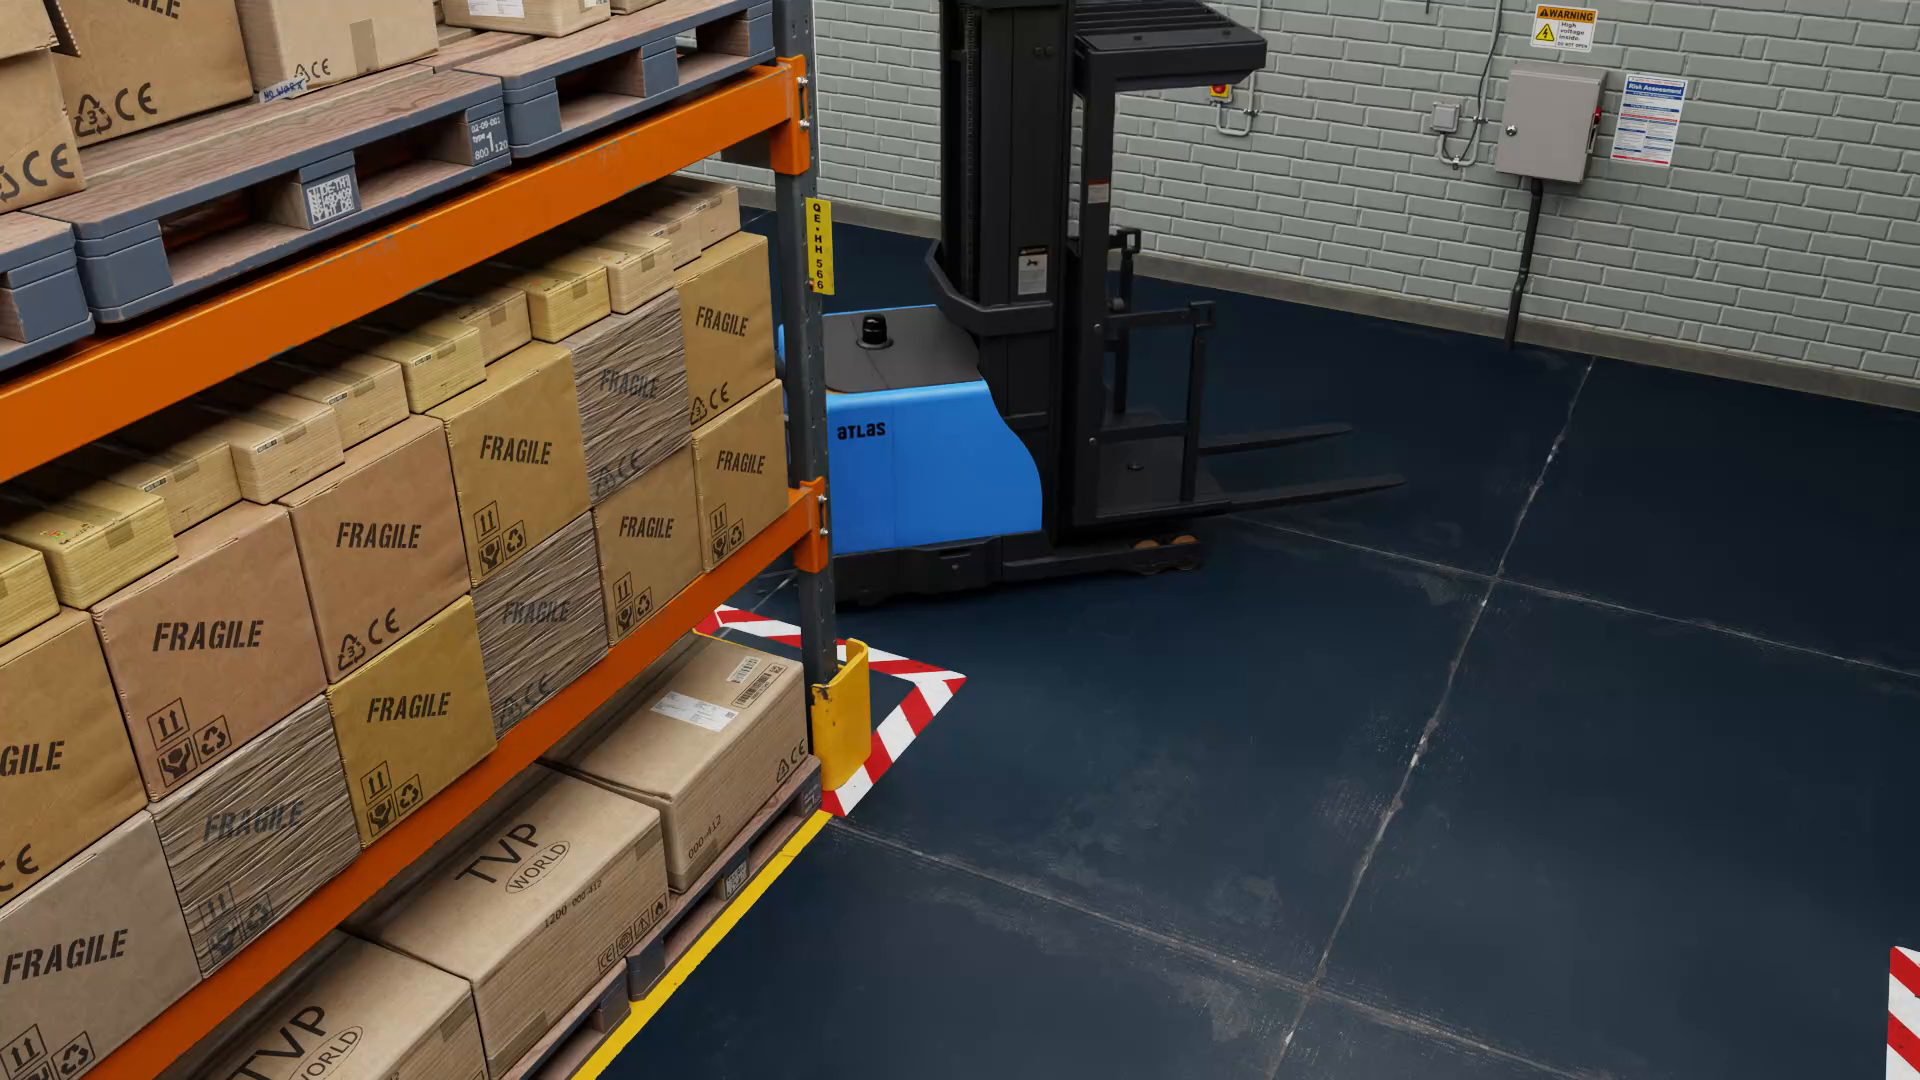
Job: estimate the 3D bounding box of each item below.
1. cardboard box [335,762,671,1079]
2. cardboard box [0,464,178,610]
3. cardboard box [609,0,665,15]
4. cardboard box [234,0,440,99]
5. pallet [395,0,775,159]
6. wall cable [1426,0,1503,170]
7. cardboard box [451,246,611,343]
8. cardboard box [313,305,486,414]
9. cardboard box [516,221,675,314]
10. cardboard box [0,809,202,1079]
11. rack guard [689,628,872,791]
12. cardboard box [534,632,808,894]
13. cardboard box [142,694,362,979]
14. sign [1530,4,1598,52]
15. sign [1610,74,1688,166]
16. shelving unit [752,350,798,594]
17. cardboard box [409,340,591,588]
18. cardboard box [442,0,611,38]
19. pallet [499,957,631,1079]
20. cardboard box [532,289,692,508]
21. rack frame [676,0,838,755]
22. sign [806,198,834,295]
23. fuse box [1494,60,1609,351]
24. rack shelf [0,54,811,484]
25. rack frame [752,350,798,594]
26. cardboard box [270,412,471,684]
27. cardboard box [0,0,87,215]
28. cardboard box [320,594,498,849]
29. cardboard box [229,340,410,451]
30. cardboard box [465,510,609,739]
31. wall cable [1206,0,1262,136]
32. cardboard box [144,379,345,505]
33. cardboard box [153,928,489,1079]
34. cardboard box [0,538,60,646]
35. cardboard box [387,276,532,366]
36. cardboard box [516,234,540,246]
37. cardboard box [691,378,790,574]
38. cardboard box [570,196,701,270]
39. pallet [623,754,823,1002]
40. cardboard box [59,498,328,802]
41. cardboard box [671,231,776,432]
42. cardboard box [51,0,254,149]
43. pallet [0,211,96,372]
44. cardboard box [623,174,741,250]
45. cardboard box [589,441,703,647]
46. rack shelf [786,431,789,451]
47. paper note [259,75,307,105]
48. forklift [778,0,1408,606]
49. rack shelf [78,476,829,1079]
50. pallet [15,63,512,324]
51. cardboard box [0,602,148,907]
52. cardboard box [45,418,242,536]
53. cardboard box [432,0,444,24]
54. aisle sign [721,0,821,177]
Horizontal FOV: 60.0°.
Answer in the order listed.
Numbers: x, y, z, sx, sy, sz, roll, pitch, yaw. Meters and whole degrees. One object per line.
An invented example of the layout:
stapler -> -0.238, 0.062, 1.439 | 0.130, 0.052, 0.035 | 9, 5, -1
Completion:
cardboard box -> -1.567, 1.152, 5.384 | 0.875, 0.438, 0.875 | 15, 33, 25
cardboard box -> -1.897, -0.014, 3.506 | 0.380, 0.149, 0.250 | 13, 32, 22
cardboard box -> -1.071, -1.742, 4.887 | 0.500, 0.250, 0.500 | 11, 32, 19
cardboard box -> -1.672, -1.336, 4.119 | 0.500, 0.311, 0.500 | 15, 33, 24
pallet -> -1.275, -1.431, 4.807 | 1.003, 0.211, 1.213 | 14, 33, 23
wall cable -> 2.870, -3.129, 9.667 | 0.588, 1.984, 0.122 | 14, 33, 23
cardboard box -> -1.219, -0.700, 4.701 | 0.380, 0.149, 0.250 | 15, 33, 24
cardboard box -> -1.464, -0.476, 4.311 | 0.380, 0.149, 0.250 | 15, 33, 24
cardboard box -> -1.068, -0.802, 4.879 | 0.380, 0.149, 0.250 | 14, 33, 23
cardboard box -> -2.088, 0.859, 3.642 | 0.500, 0.500, 0.500 | 15, 33, 24
rack guard -> -0.935, 0.573, 6.750 | 1.175, 0.500, 0.348 | 14, 33, 23
cardboard box -> -1.158, 0.744, 6.093 | 0.875, 0.438, 0.875 | 13, 32, 22
cardboard box -> -1.856, 0.640, 4.023 | 0.500, 0.500, 0.500 | 15, 33, 24
sign -> 3.451, -2.927, 9.505 | 0.339, 0.242, 0.001 | 14, 33, 23
sign -> 3.940, -2.403, 9.517 | 0.329, 0.494, 0.001 | 14, 33, 23
shelving unit -> -0.954, -0.402, 7.732 | 0.258, 1.200, 0.503 | -11, 32, -13
cardboard box -> -1.394, -0.253, 4.573 | 0.500, 0.500, 0.500 | 14, 33, 23
cardboard box -> -1.191, -1.494, 4.557 | 0.380, 0.149, 0.250 | 12, 32, 19
pallet -> -1.797, 1.620, 5.217 | 1.003, 0.211, 1.213 | 14, 33, 23
cardboard box -> -1.166, -0.471, 4.954 | 0.500, 0.500, 0.500 | 14, 33, 23
rack frame -> -0.946, -0.500, 6.109 | 1.000, 3.000, 0.127 | 14, 33, 23
sign -> -0.469, -0.976, 5.537 | 0.100, 0.325, 0.005 | 14, 33, 23
fuse box -> 3.406, -1.905, 9.850 | 0.539, 1.711, 0.414 | 14, 33, 23
rack shelf -> -1.857, -0.602, 3.997 | 1.077, 0.370, 4.000 | 14, 33, 23
rack frame -> -0.884, -0.286, 7.529 | 0.240, 1.200, 0.015 | -11, 32, -13
cardboard box -> -1.625, -0.030, 4.186 | 0.500, 0.500, 0.500 | 14, 33, 23
cardboard box -> -2.182, -0.903, 3.173 | 0.797, 0.503, 0.637 | 17, 34, 27
cardboard box -> -1.621, 0.411, 4.421 | 0.500, 0.500, 0.500 | 15, 33, 25
cardboard box -> -1.600, -0.364, 4.115 | 0.380, 0.149, 0.250 | 15, 33, 25
cardboard box -> -1.398, 0.180, 4.825 | 0.500, 0.500, 0.500 | 15, 33, 25
wall cable -> 1.602, -3.459, 10.210 | 0.585, 1.953, 0.123 | 14, 33, 23
cardboard box -> -1.683, -0.237, 3.895 | 0.380, 0.149, 0.250 | 14, 33, 23
cardboard box -> -1.979, 1.551, 4.688 | 0.875, 0.438, 0.875 | 13, 32, 22
cardboard box -> -2.044, 0.097, 3.313 | 0.380, 0.149, 0.250 | 14, 33, 23
cardboard box -> -1.402, -0.600, 4.527 | 0.380, 0.149, 0.250 | 14, 33, 23
cardboard box -> -1.410, -1.032, 5.278 | 0.380, 0.149, 0.250 | 15, 33, 24
cardboard box -> -0.930, -0.270, 5.607 | 0.500, 0.500, 0.500 | 14, 33, 24
cardboard box -> -1.025, -0.936, 5.112 | 0.380, 0.149, 0.250 | 15, 33, 24
pallet -> -1.241, 1.081, 6.155 | 1.003, 0.211, 1.213 | 14, 33, 23
cardboard box -> -1.856, 0.193, 3.798 | 0.500, 0.500, 0.500 | 15, 33, 24
cardboard box -> -0.954, -0.709, 5.369 | 0.500, 0.500, 0.500 | 15, 33, 25
cardboard box -> -1.998, -1.210, 3.711 | 0.500, 0.500, 0.500 | 15, 33, 24
pallet -> -2.386, -0.350, 2.924 | 1.003, 0.211, 1.213 | 14, 33, 23
cardboard box -> -0.931, -1.054, 5.317 | 0.380, 0.149, 0.250 | 15, 33, 24
cardboard box -> -1.172, -0.051, 5.226 | 0.500, 0.500, 0.500 | 14, 33, 22
rack shelf -> -0.962, -0.537, 7.652 | 0.258, 0.148, 0.480 | -11, 32, -13
paper note -> -1.385, -0.922, 3.405 | 0.006, 0.032, 0.123 | 14, 33, 23
forklift -> 0.694, -1.350, 7.658 | 3.031, 2.935, 1.130 | -7, 31, -12
rack shelf -> -1.857, 0.698, 4.744 | 1.077, 0.370, 4.000 | 14, 33, 23
pallet -> -1.829, -0.888, 3.862 | 1.003, 0.211, 1.213 | 14, 33, 23
cardboard box -> -2.100, 0.417, 3.407 | 0.500, 0.500, 0.500 | 14, 33, 23
cardboard box -> -1.856, -0.144, 3.733 | 0.380, 0.149, 0.250 | 14, 33, 23
cardboard box -> -1.646, -1.487, 4.546 | 0.380, 0.149, 0.250 | 16, 33, 25
aisle sign -> -0.637, -1.589, 5.395 | 0.394, 0.787, 0.004 | 14, 33, 23
